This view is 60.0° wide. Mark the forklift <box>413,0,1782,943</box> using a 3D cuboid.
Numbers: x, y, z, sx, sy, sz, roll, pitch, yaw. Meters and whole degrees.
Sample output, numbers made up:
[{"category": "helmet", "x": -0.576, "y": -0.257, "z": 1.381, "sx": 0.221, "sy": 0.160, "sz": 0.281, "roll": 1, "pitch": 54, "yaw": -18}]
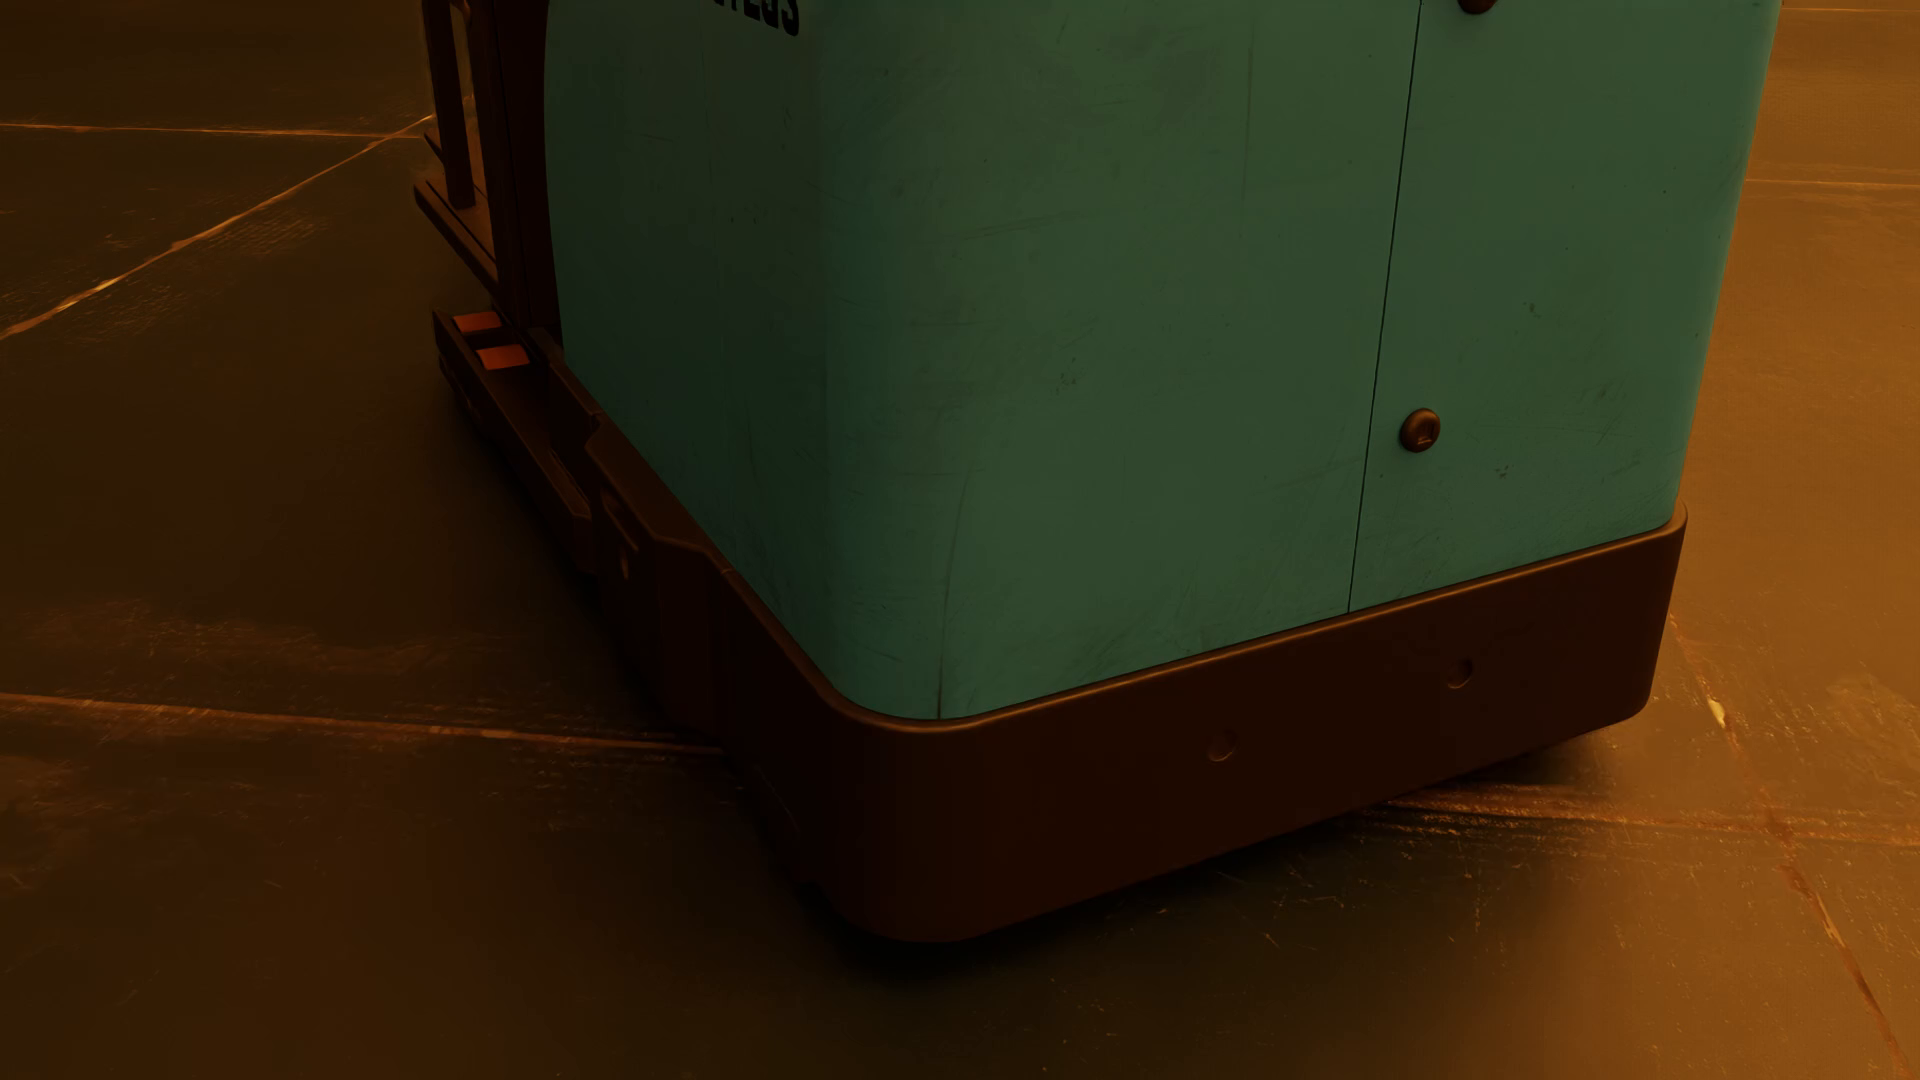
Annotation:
[{"category": "forklift", "x": -0.290, "y": -1.558, "z": 2.339, "sx": 1.130, "sy": 2.935, "sz": 3.031, "roll": -13, "pitch": 29, "yaw": -24}]
